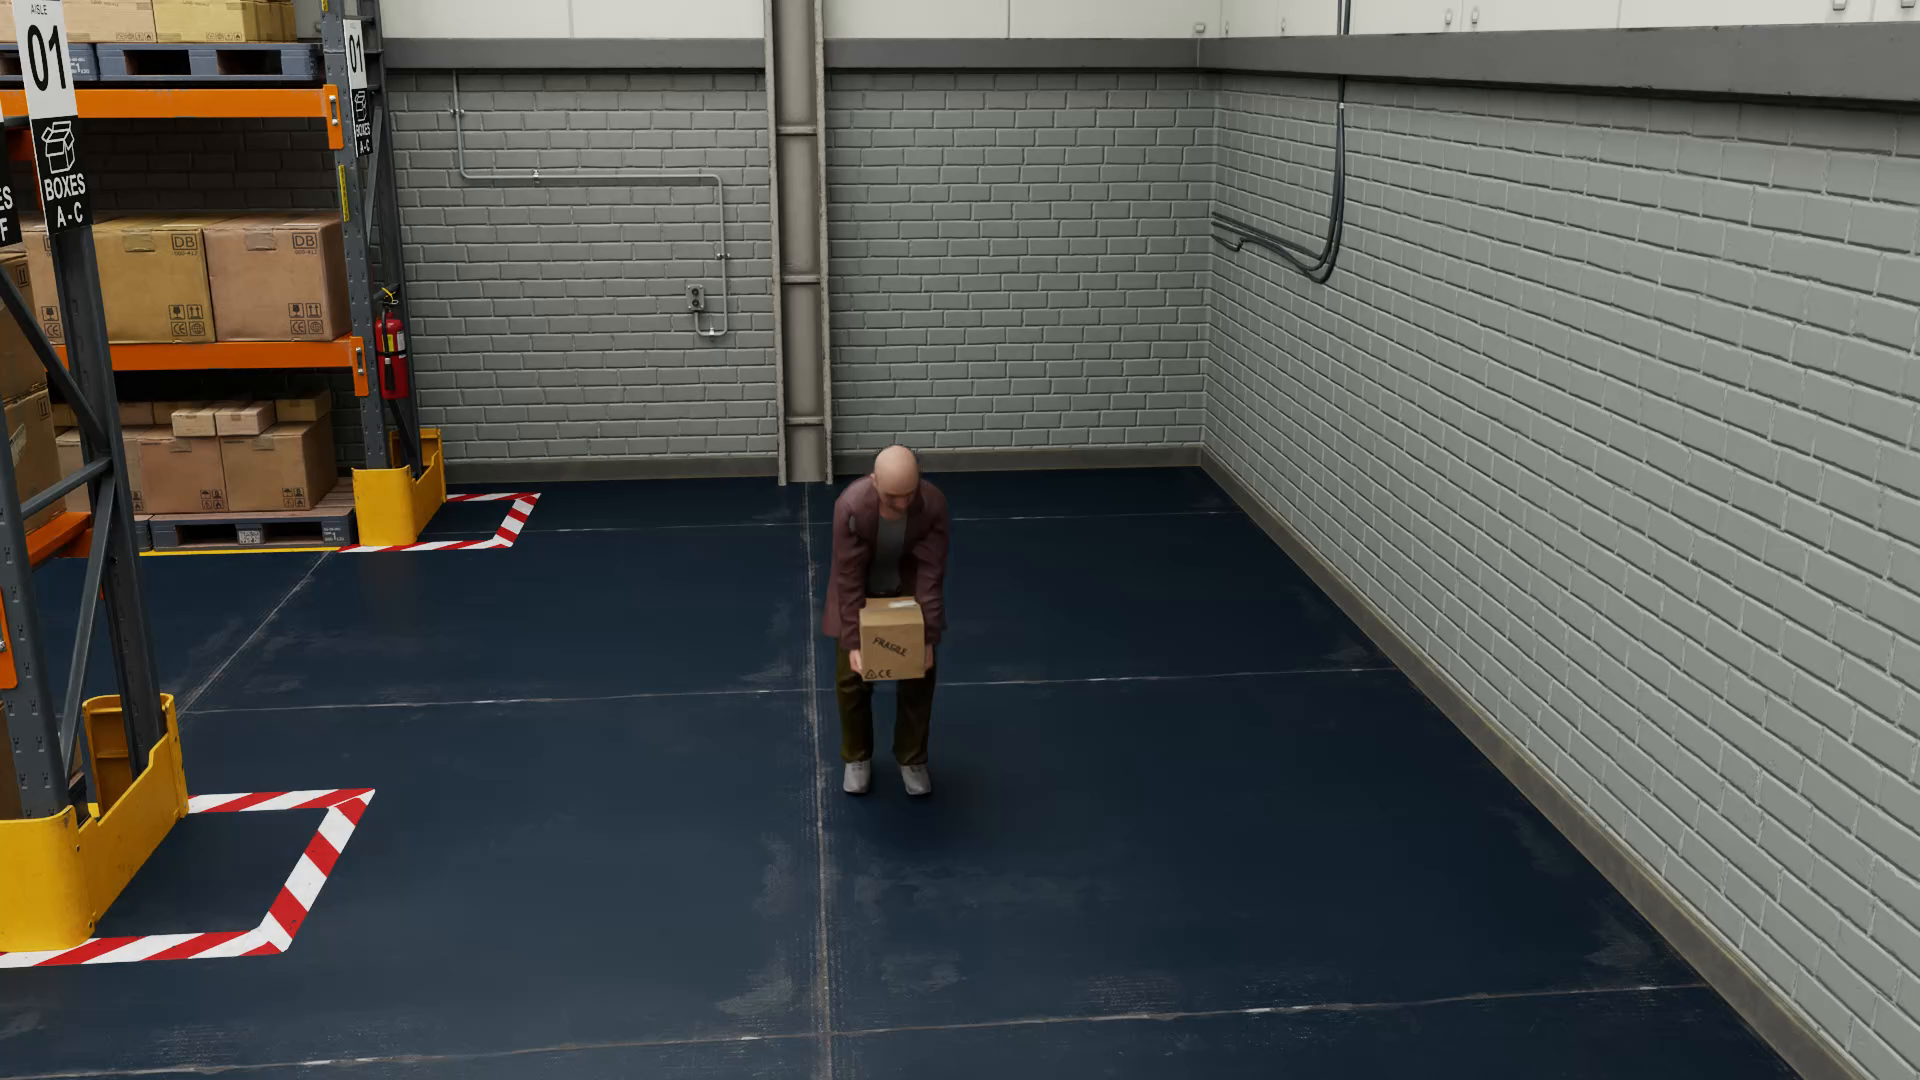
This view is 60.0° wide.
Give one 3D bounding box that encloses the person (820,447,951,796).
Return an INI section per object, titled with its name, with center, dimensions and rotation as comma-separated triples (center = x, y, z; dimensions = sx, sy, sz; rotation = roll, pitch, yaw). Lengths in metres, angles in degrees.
[person]
center = -0.301, 0.324, 6.845
dimensions = 0.539, 1.570, 0.757
rotation = -2, 17, -7
